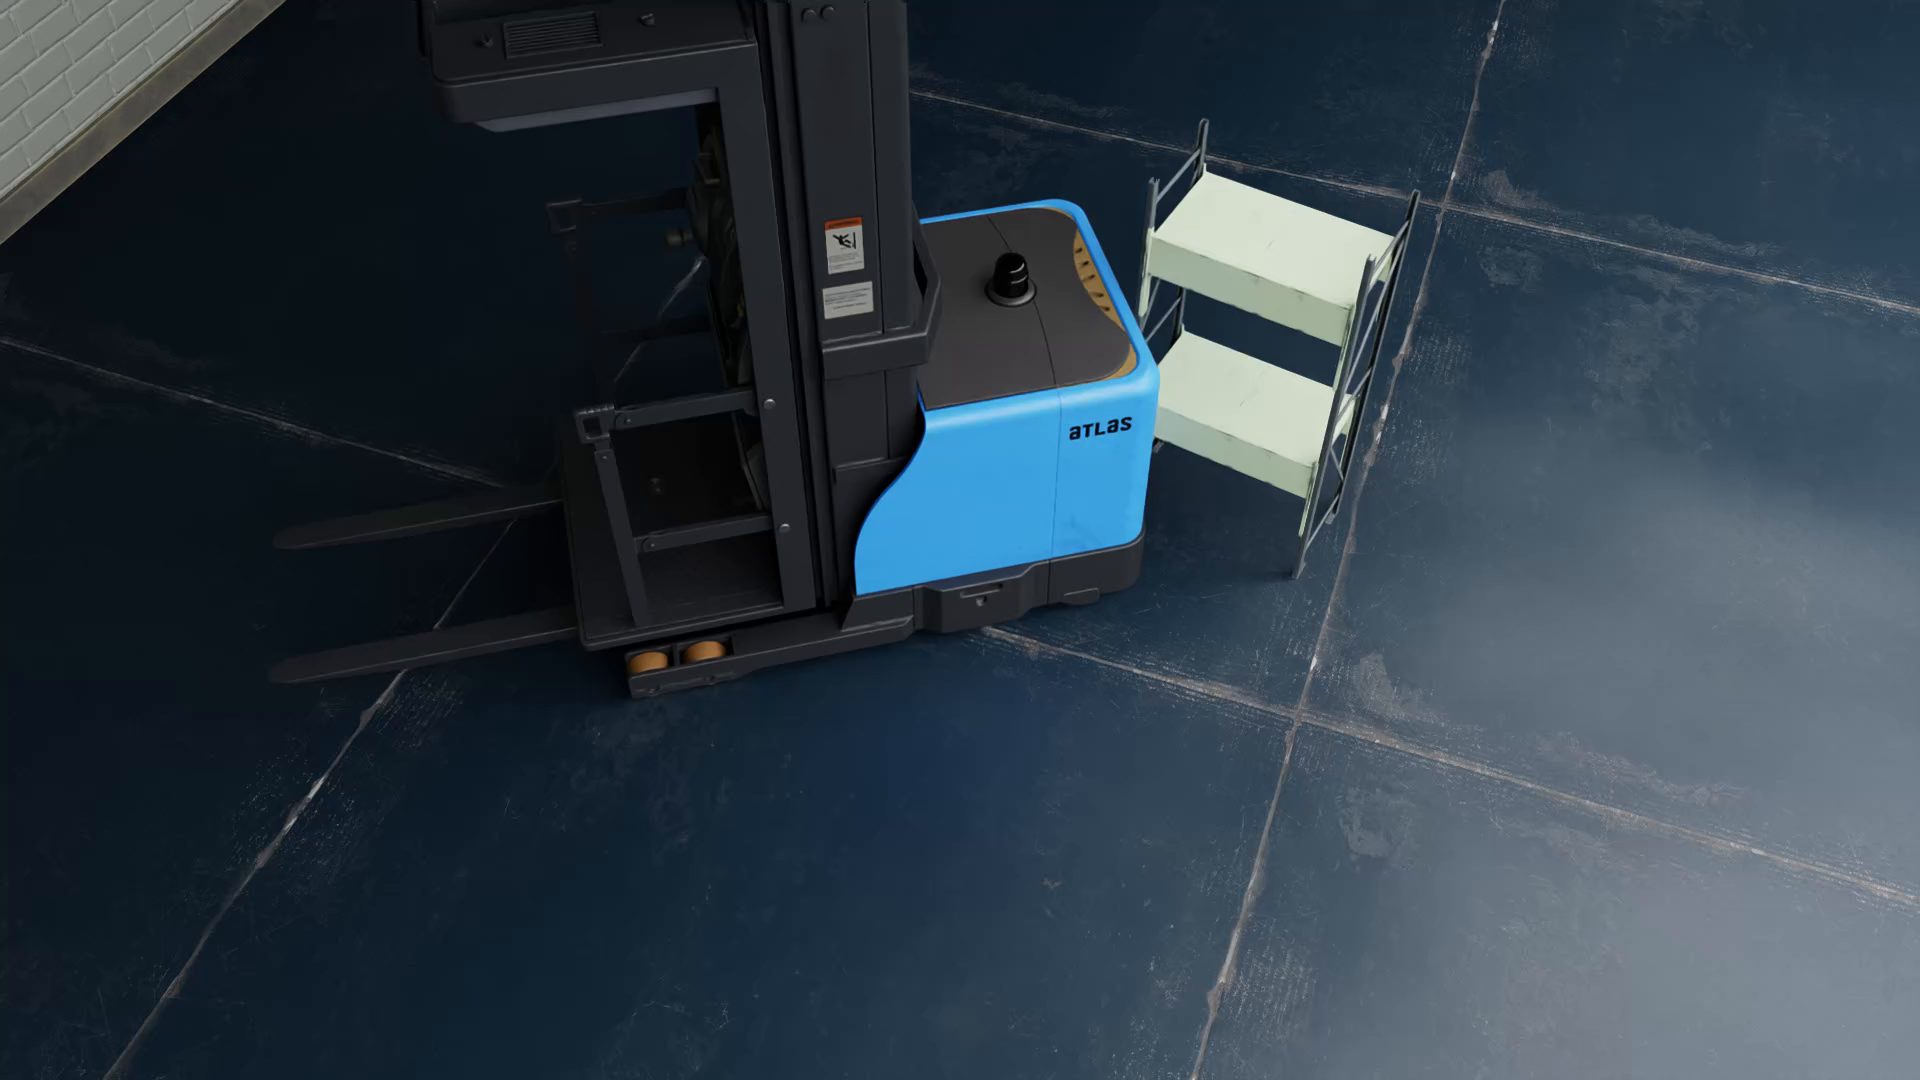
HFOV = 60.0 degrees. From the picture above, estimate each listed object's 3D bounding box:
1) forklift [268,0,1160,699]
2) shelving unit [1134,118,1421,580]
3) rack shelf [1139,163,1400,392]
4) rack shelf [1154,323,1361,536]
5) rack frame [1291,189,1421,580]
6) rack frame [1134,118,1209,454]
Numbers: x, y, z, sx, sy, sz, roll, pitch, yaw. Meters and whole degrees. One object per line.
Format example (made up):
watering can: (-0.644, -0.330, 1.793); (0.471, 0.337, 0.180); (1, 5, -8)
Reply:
forklift: (-0.916, -0.860, 5.056); (3.031, 2.935, 1.130); (-11, 50, -9)
shelving unit: (1.019, -0.620, 5.795); (0.755, 1.500, 0.431); (25, 53, 20)
rack shelf: (1.019, -0.875, 5.500); (0.720, 0.370, 0.431); (25, 53, 20)
rack shelf: (1.019, -0.406, 6.041); (0.720, 0.370, 0.431); (25, 53, 20)
rack frame: (1.333, -0.477, 5.671); (0.023, 1.500, 0.400); (25, 53, 20)
rack frame: (0.706, -0.763, 5.919); (0.023, 1.500, 0.400); (25, 53, 20)
